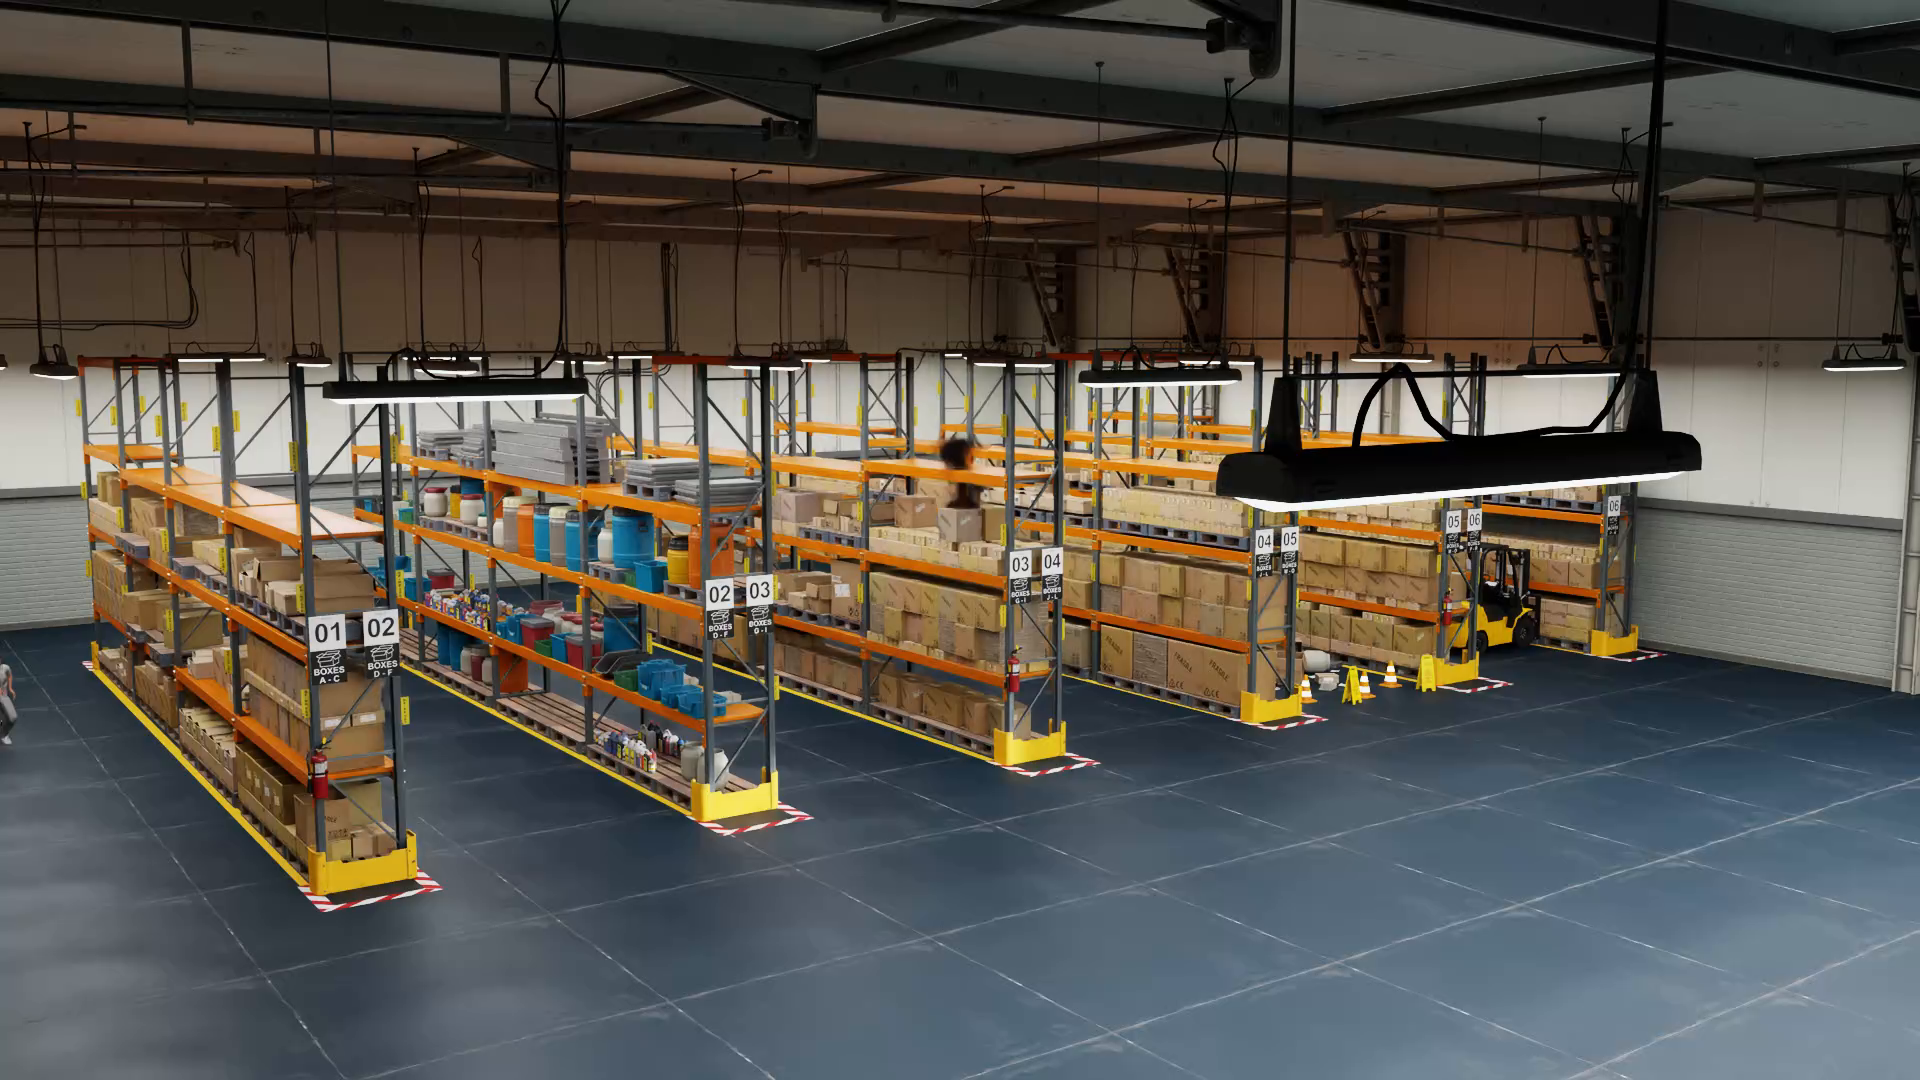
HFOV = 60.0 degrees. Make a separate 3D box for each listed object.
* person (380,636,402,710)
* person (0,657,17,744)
[{"bbox_3d":[-9.598,2.087,27.836,0.609,1.825,0.833,-5,8,-35],"label":"person"},{"bbox_3d":[-14.814,2.461,25.590,0.807,1.562,0.570,6,9,38],"label":"person"}]
